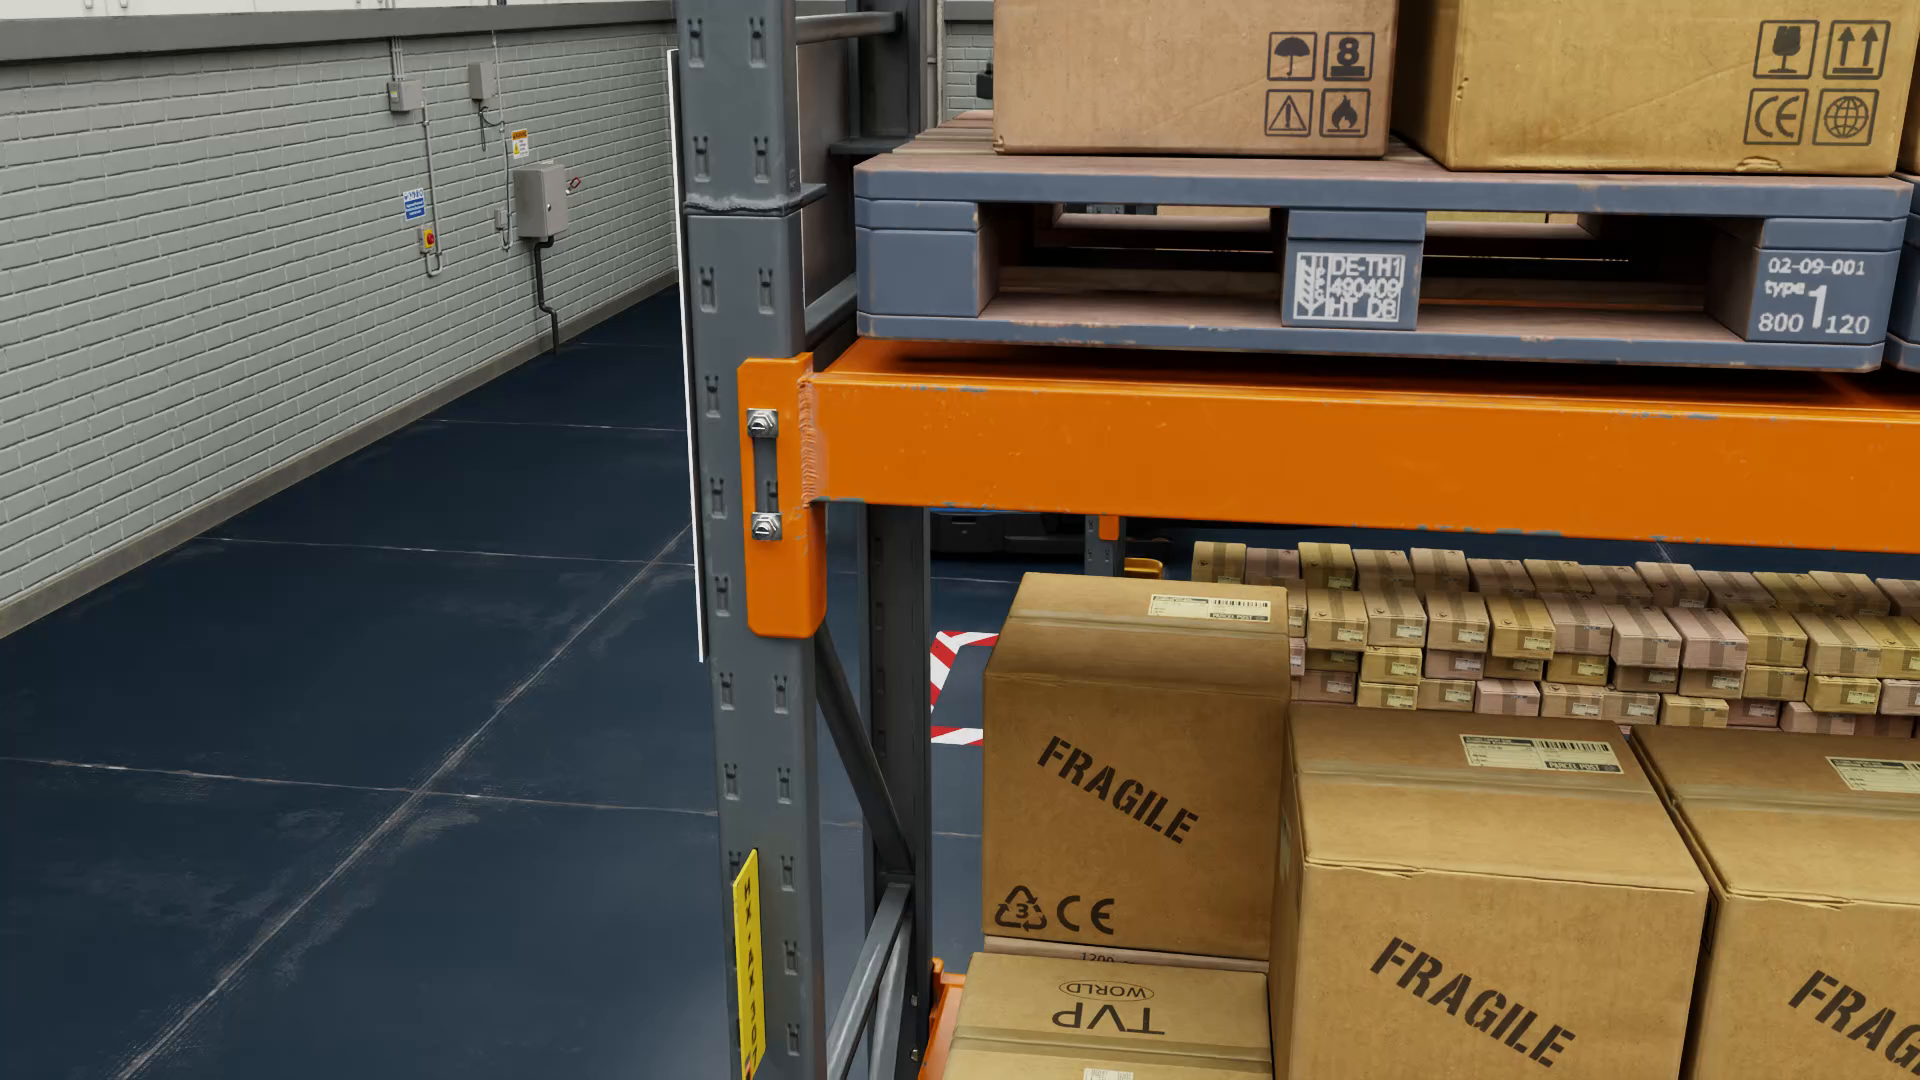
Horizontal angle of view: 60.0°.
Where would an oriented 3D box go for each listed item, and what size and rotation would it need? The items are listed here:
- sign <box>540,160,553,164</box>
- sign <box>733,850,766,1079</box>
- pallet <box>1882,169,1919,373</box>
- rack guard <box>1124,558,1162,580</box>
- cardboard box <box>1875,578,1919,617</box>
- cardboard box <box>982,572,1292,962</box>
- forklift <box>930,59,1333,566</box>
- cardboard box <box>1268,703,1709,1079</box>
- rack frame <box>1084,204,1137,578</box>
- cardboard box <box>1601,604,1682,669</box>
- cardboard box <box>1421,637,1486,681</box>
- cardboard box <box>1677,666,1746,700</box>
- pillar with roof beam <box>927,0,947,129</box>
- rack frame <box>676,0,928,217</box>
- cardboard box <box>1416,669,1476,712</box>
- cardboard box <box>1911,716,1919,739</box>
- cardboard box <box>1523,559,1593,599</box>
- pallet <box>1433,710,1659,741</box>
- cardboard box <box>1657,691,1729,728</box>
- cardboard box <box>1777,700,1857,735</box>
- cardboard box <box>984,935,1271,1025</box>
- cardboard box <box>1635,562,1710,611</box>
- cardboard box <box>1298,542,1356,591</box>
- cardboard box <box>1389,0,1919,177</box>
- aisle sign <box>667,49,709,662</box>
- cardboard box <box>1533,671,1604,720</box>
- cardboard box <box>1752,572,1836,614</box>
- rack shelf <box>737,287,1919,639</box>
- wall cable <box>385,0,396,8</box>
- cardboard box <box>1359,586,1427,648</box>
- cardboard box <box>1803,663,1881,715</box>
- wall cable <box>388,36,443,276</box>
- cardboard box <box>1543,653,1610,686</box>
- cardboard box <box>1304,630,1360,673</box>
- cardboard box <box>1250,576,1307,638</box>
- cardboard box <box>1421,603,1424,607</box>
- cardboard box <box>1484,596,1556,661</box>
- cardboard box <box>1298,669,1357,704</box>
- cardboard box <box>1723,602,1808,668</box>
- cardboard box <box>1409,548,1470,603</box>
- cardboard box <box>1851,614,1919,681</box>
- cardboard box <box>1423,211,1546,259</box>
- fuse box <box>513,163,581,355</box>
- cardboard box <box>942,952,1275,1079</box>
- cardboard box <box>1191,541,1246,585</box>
[{"bbox_3d":[-3.845,-3.281,15.531,0.001,0.494,0.329,3,19,9],"label":"sign"},{"bbox_3d":[-0.291,0.597,2.304,0.005,0.325,0.100,3,19,9],"label":"sign"},{"bbox_3d":[1.745,-0.415,2.228,1.213,0.211,1.003,3,19,9],"label":"pallet"},{"bbox_3d":[0.764,0.511,7.987,0.348,0.500,1.175,3,19,9],"label":"rack guard"},{"bbox_3d":[4.331,0.312,7.537,0.250,0.149,0.380,4,19,11],"label":"cardboard box"},{"bbox_3d":[0.326,0.388,3.003,0.500,0.500,0.500,3,19,9],"label":"cardboard box"},{"bbox_3d":[0.933,-1.409,9.896,3.031,2.935,1.130,1,19,3],"label":"forklift"},{"bbox_3d":[0.728,0.579,2.430,0.500,0.500,0.500,2,19,7],"label":"cardboard box"},{"bbox_3d":[0.689,-0.678,7.601,0.127,3.000,1.000,3,19,9],"label":"rack frame"},{"bbox_3d":[2.947,0.415,7.228,0.250,0.149,0.380,2,19,7],"label":"cardboard box"},{"bbox_3d":[2.196,0.487,7.482,0.250,0.149,0.380,2,19,6],"label":"cardboard box"},{"bbox_3d":[3.254,0.551,7.290,0.250,0.149,0.380,3,19,10],"label":"cardboard box"},{"bbox_3d":[-1.044,-5.703,13.166,0.400,9.000,9.100,3,19,9],"label":"pillar with roof beam"},{"bbox_3d":[-0.197,-1.974,2.021,0.127,3.000,1.000,3,19,9],"label":"rack frame"},{"bbox_3d":[2.176,0.630,7.525,0.250,0.149,0.380,3,19,9],"label":"cardboard box"},{"bbox_3d":[4.198,0.763,7.125,0.250,0.149,0.380,3,19,9],"label":"cardboard box"},{"bbox_3d":[2.793,0.225,7.796,0.250,0.149,0.380,3,19,9],"label":"cardboard box"},{"bbox_3d":[2.762,0.763,7.691,1.213,0.211,1.003,3,19,9],"label":"pallet"},{"bbox_3d":[3.176,0.711,7.281,0.250,0.149,0.380,3,19,9],"label":"cardboard box"},{"bbox_3d":[3.683,0.731,7.222,0.250,0.149,0.380,2,19,7],"label":"cardboard box"},{"bbox_3d":[0.323,0.742,3.125,0.500,0.250,0.500,3,19,8],"label":"cardboard box"},{"bbox_3d":[3.312,0.238,7.758,0.250,0.149,0.380,3,19,10],"label":"cardboard box"},{"bbox_3d":[1.767,0.144,8.039,0.250,0.149,0.380,3,19,7],"label":"cardboard box"},{"bbox_3d":[0.861,-0.770,2.173,0.500,0.500,0.700,2,19,7],"label":"cardboard box"},{"bbox_3d":[-0.316,-0.271,2.290,0.004,0.787,0.394,3,19,9],"label":"aisle sign"},{"bbox_3d":[2.685,0.675,7.388,0.250,0.149,0.380,3,19,9],"label":"cardboard box"},{"bbox_3d":[3.811,0.282,7.626,0.250,0.149,0.380,3,19,8],"label":"cardboard box"},{"bbox_3d":[1.778,-0.110,2.310,4.000,0.370,1.077,3,19,9],"label":"rack shelf"},{"bbox_3d":[-4.286,-5.277,11.891,0.029,3.000,0.463,3,19,9],"label":"wall cable"},{"bbox_3d":[1.931,0.341,7.449,0.250,0.149,0.380,2,19,6],"label":"cardboard box"},{"bbox_3d":[3.741,0.601,7.141,0.250,0.149,0.380,2,19,7],"label":"cardboard box"},{"bbox_3d":[-4.196,-3.007,12.911,0.123,1.953,0.585,3,19,9],"label":"wall cable"},{"bbox_3d":[2.736,0.505,7.430,0.250,0.149,0.380,4,19,11],"label":"cardboard box"},{"bbox_3d":[1.683,0.457,7.573,0.250,0.149,0.380,3,19,9],"label":"cardboard box"},{"bbox_3d":[1.444,0.302,7.567,0.250,0.149,0.380,3,19,10],"label":"cardboard box"},{"bbox_3d":[2.282,0.319,7.985,0.250,0.149,0.380,3,19,9],"label":"cardboard box"},{"bbox_3d":[2.455,0.386,7.316,0.250,0.149,0.380,3,19,9],"label":"cardboard box"},{"bbox_3d":[1.674,0.600,7.615,0.250,0.149,0.380,3,19,9],"label":"cardboard box"},{"bbox_3d":[3.497,0.410,7.245,0.250,0.149,0.380,4,19,10],"label":"cardboard box"},{"bbox_3d":[2.287,0.173,7.952,0.250,0.149,0.380,4,19,11],"label":"cardboard box"},{"bbox_3d":[3.988,0.457,7.102,0.250,0.149,0.380,3,19,9],"label":"cardboard box"},{"bbox_3d":[2.100,-1.178,6.895,0.500,0.500,0.500,2,19,7],"label":"cardboard box"},{"bbox_3d":[-3.719,-2.550,15.227,0.414,1.711,0.539,3,19,9],"label":"fuse box"},{"bbox_3d":[0.234,0.910,2.624,0.500,0.250,0.500,2,19,7],"label":"cardboard box"},{"bbox_3d":[1.252,0.140,8.050,0.250,0.149,0.380,3,19,9],"label":"cardboard box"}]
